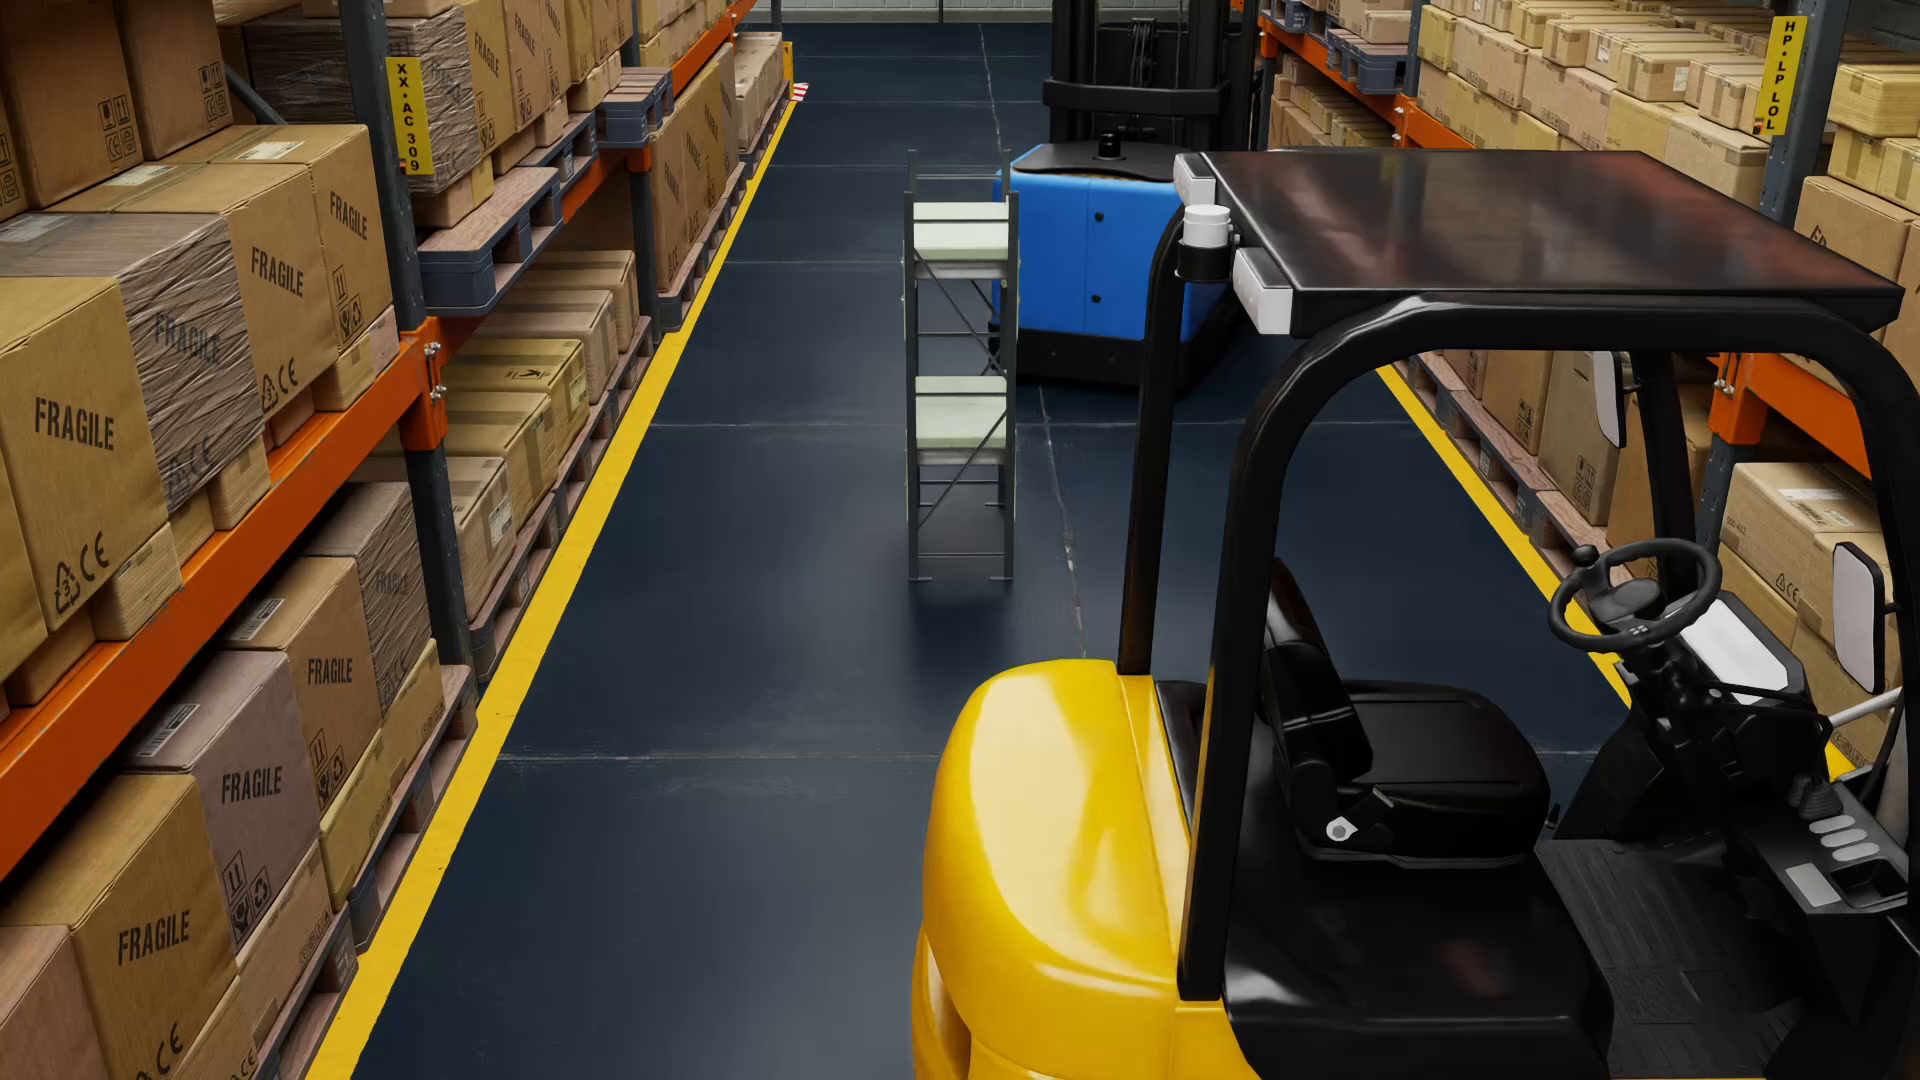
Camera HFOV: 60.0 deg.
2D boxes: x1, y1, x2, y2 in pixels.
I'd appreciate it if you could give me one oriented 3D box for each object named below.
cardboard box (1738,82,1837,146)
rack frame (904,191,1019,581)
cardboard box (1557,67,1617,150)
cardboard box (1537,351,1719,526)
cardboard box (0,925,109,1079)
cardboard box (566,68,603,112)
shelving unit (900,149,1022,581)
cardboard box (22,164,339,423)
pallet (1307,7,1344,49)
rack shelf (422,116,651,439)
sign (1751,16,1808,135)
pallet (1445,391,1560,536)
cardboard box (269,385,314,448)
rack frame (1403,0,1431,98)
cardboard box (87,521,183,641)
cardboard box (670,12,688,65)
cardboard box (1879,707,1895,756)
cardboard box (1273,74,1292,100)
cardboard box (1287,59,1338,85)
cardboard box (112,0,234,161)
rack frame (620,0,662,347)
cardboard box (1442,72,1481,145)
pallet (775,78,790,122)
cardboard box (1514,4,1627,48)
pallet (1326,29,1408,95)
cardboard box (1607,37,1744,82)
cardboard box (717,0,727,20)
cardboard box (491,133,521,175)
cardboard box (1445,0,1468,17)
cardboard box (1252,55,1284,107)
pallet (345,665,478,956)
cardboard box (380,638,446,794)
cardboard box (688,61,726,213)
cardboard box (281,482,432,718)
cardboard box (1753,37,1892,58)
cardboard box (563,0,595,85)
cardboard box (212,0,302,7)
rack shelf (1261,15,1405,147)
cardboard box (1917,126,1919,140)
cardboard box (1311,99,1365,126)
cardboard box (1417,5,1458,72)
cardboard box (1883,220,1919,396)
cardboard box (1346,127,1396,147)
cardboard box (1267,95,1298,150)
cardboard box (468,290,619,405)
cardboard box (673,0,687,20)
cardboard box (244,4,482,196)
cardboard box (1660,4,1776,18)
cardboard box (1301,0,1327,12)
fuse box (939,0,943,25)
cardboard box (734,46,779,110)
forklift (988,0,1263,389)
[{"bbox_3d":[2.633,-1.304,5.085,0.380,0.149,0.250,1,24,1],"label":"cardboard box"},{"bbox_3d":[0.004,-0.530,6.101,0.400,1.500,0.023,0,24,-1],"label":"rack frame"},{"bbox_3d":[2.585,-1.607,6.238,0.500,0.250,0.500,0,24,0],"label":"cardboard box"},{"bbox_3d":[2.841,-0.467,6.516,0.875,0.625,0.625,0,24,-1],"label":"cardboard box"},{"bbox_3d":[-1.805,1.010,2.794,0.500,0.500,0.500,-1,24,-3],"label":"cardboard box"},{"bbox_3d":[-1.775,-1.960,7.238,0.380,0.149,0.250,0,24,0],"label":"cardboard box"},{"bbox_3d":[0.000,-0.681,6.435,0.431,1.500,0.755,0,24,-1],"label":"shelving unit"},{"bbox_3d":[-1.839,-0.586,3.924,0.500,0.500,0.500,1,24,1],"label":"cardboard box"},{"bbox_3d":[2.789,-3.185,10.386,1.003,0.211,1.213,0,24,-1],"label":"pallet"},{"bbox_3d":[-2.127,-1.296,6.848,1.077,0.370,4.000,0,24,-1],"label":"rack shelf"},{"bbox_3d":[2.316,-1.308,4.694,0.100,0.325,0.005,0,24,-1],"label":"sign"},{"bbox_3d":[2.795,-0.360,7.290,1.003,0.211,1.213,0,24,-1],"label":"pallet"},{"bbox_3d":[-1.862,-0.343,4.174,0.380,0.149,0.250,0,24,0],"label":"cardboard box"},{"bbox_3d":[2.815,-2.472,8.575,1.000,3.000,0.127,0,24,-1],"label":"rack frame"},{"bbox_3d":[-1.770,0.076,3.247,0.380,0.149,0.250,0,24,0],"label":"cardboard box"},{"bbox_3d":[-1.926,-3.010,9.947,0.500,0.250,0.500,1,24,1],"label":"cardboard box"},{"bbox_3d":[2.556,0.626,3.947,0.500,0.250,0.500,0,24,-1],"label":"cardboard box"},{"bbox_3d":[2.509,-3.319,12.185,0.380,0.149,0.250,1,24,2],"label":"cardboard box"},{"bbox_3d":[2.560,-3.347,11.887,0.380,0.149,0.250,-1,24,-3],"label":"cardboard box"},{"bbox_3d":[-2.317,-1.254,4.187,0.700,0.500,0.500,-1,24,-1],"label":"cardboard box"},{"bbox_3d":[-2.149,-2.448,8.522,1.000,3.000,0.127,0,24,-1],"label":"rack frame"},{"bbox_3d":[2.576,-2.012,7.741,0.500,0.250,0.500,-1,24,-2],"label":"cardboard box"},{"bbox_3d":[-2.149,-4.144,15.658,1.003,0.211,1.213,0,24,-1],"label":"pallet"},{"bbox_3d":[2.548,-2.148,6.951,0.380,0.149,0.250,0,24,1],"label":"cardboard box"},{"bbox_3d":[2.737,-2.663,9.231,1.213,0.211,1.003,0,24,-1],"label":"pallet"},{"bbox_3d":[2.586,-1.728,6.021,0.380,0.149,0.250,-1,24,-2],"label":"cardboard box"},{"bbox_3d":[-1.935,-3.844,11.791,0.500,0.250,0.500,-1,24,-2],"label":"cardboard box"},{"bbox_3d":[-1.829,-1.431,6.069,0.380,0.149,0.250,0,24,0],"label":"cardboard box"},{"bbox_3d":[2.528,-2.570,7.884,0.380,0.149,0.250,0,24,1],"label":"cardboard box"},{"bbox_3d":[2.621,-3.788,14.009,0.700,0.500,0.500,-1,24,-3],"label":"cardboard box"},{"bbox_3d":[-2.062,0.748,4.841,1.003,0.211,1.213,0,24,-1],"label":"pallet"},{"bbox_3d":[-1.830,0.504,4.822,0.500,0.250,0.500,1,24,2],"label":"cardboard box"},{"bbox_3d":[-2.088,-2.692,11.131,0.875,0.875,0.875,0,24,1],"label":"cardboard box"},{"bbox_3d":[-1.830,0.163,4.667,0.500,0.500,0.500,-1,24,-1],"label":"cardboard box"},{"bbox_3d":[3.116,-1.732,6.031,0.380,0.149,0.250,0,24,-1],"label":"cardboard box"},{"bbox_3d":[-1.842,-2.213,7.011,0.500,0.500,0.500,-2,24,-4],"label":"cardboard box"},{"bbox_3d":[-2.346,-1.566,5.580,0.500,0.500,0.500,0,24,0],"label":"cardboard box"},{"bbox_3d":[2.793,-2.968,10.545,1.077,0.370,4.000,0,24,-1],"label":"rack shelf"},{"bbox_3d":[2.676,-1.060,4.184,0.380,0.149,0.250,0,24,0],"label":"cardboard box"},{"bbox_3d":[2.585,-2.883,11.222,0.380,0.149,0.250,0,24,-1],"label":"cardboard box"},{"bbox_3d":[2.550,-2.447,8.096,0.500,0.250,0.500,0,24,-1],"label":"cardboard box"},{"bbox_3d":[2.624,-0.470,4.028,0.500,0.500,0.500,0,24,0],"label":"cardboard box"},{"bbox_3d":[2.603,-2.455,10.274,0.380,0.149,0.250,-1,24,-1],"label":"cardboard box"},{"bbox_3d":[2.551,-2.972,12.205,0.500,0.500,0.500,1,24,2],"label":"cardboard box"},{"bbox_3d":[-2.136,-0.905,7.790,0.950,0.372,0.625,-1,24,-2],"label":"cardboard box"},{"bbox_3d":[-1.905,-3.235,9.839,0.500,0.250,0.500,0,24,-1],"label":"cardboard box"},{"bbox_3d":[-1.823,-1.366,5.139,0.500,0.500,0.500,0,24,1],"label":"cardboard box"},{"bbox_3d":[3.161,-2.154,6.964,0.380,0.149,0.250,-1,24,-1],"label":"cardboard box"},{"bbox_3d":[2.567,-3.620,10.482,0.700,0.500,0.500,0,24,-1],"label":"cardboard box"},{"bbox_3d":[-0.219,-7.430,21.101,0.539,1.711,0.414,0,24,-1],"label":"fuse box"},{"bbox_3d":[-2.110,-4.120,14.818,0.875,0.438,0.875,0,24,1],"label":"cardboard box"},{"bbox_3d":[1.103,-2.660,9.074,1.130,2.935,3.031,8,26,17],"label":"forklift"}]
